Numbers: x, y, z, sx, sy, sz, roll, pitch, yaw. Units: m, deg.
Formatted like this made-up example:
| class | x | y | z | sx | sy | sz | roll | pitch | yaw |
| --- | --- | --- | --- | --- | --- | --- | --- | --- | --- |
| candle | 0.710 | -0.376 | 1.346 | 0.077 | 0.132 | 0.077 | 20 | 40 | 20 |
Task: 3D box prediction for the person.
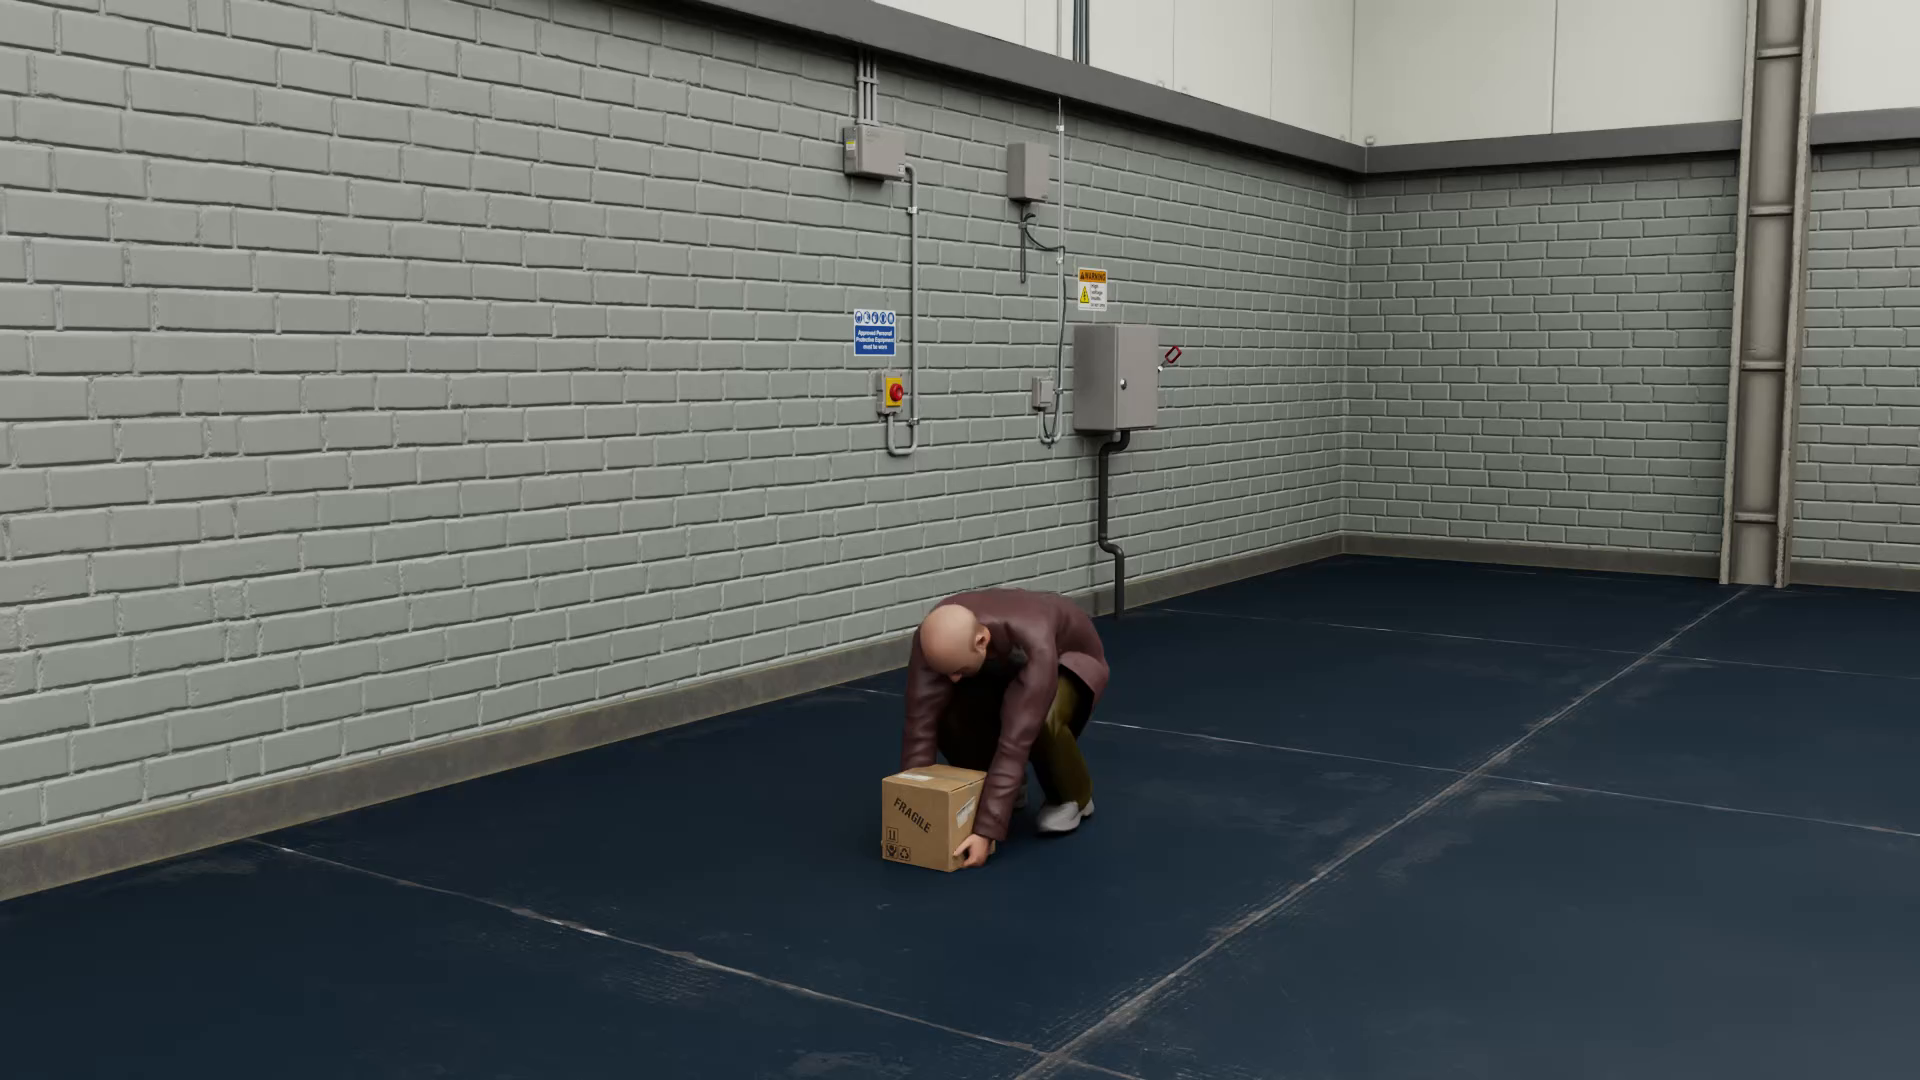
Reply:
| class | x | y | z | sx | sy | sz | roll | pitch | yaw |
| --- | --- | --- | --- | --- | --- | --- | --- | --- | --- |
| person | 0.138 | 0.555 | 5.327 | 0.574 | 0.807 | 0.939 | 4 | 7 | 32 |
